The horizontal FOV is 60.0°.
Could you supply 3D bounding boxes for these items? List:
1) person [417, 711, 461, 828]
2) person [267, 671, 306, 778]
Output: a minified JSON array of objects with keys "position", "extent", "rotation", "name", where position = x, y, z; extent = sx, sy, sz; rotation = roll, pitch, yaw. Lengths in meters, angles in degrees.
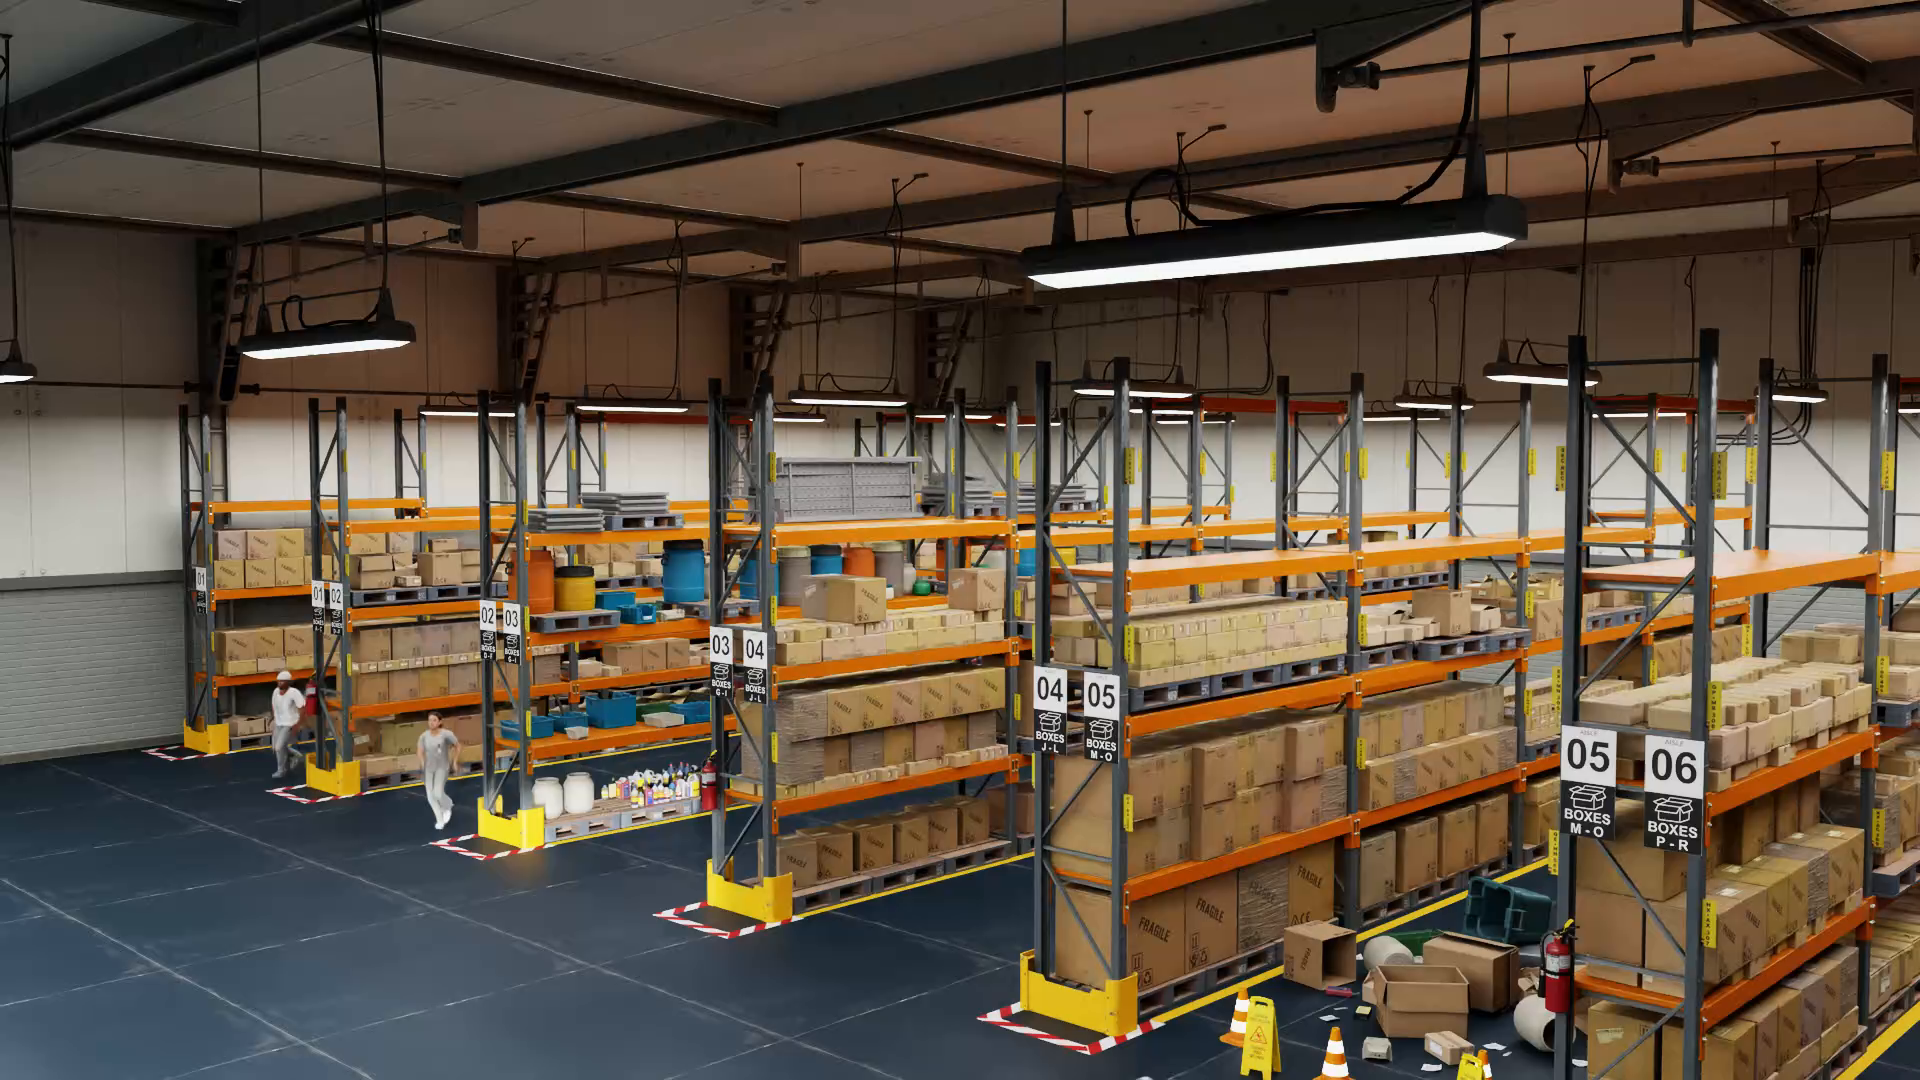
[{"position":[-7.150,3.151,22.733],"extent":[0.544,1.624,0.636],"rotation":[0,3,3],"name":"person"},{"position":[-10.669,2.923,26.496],"extent":[0.712,1.708,0.613],"rotation":[2,3,30],"name":"person"}]
